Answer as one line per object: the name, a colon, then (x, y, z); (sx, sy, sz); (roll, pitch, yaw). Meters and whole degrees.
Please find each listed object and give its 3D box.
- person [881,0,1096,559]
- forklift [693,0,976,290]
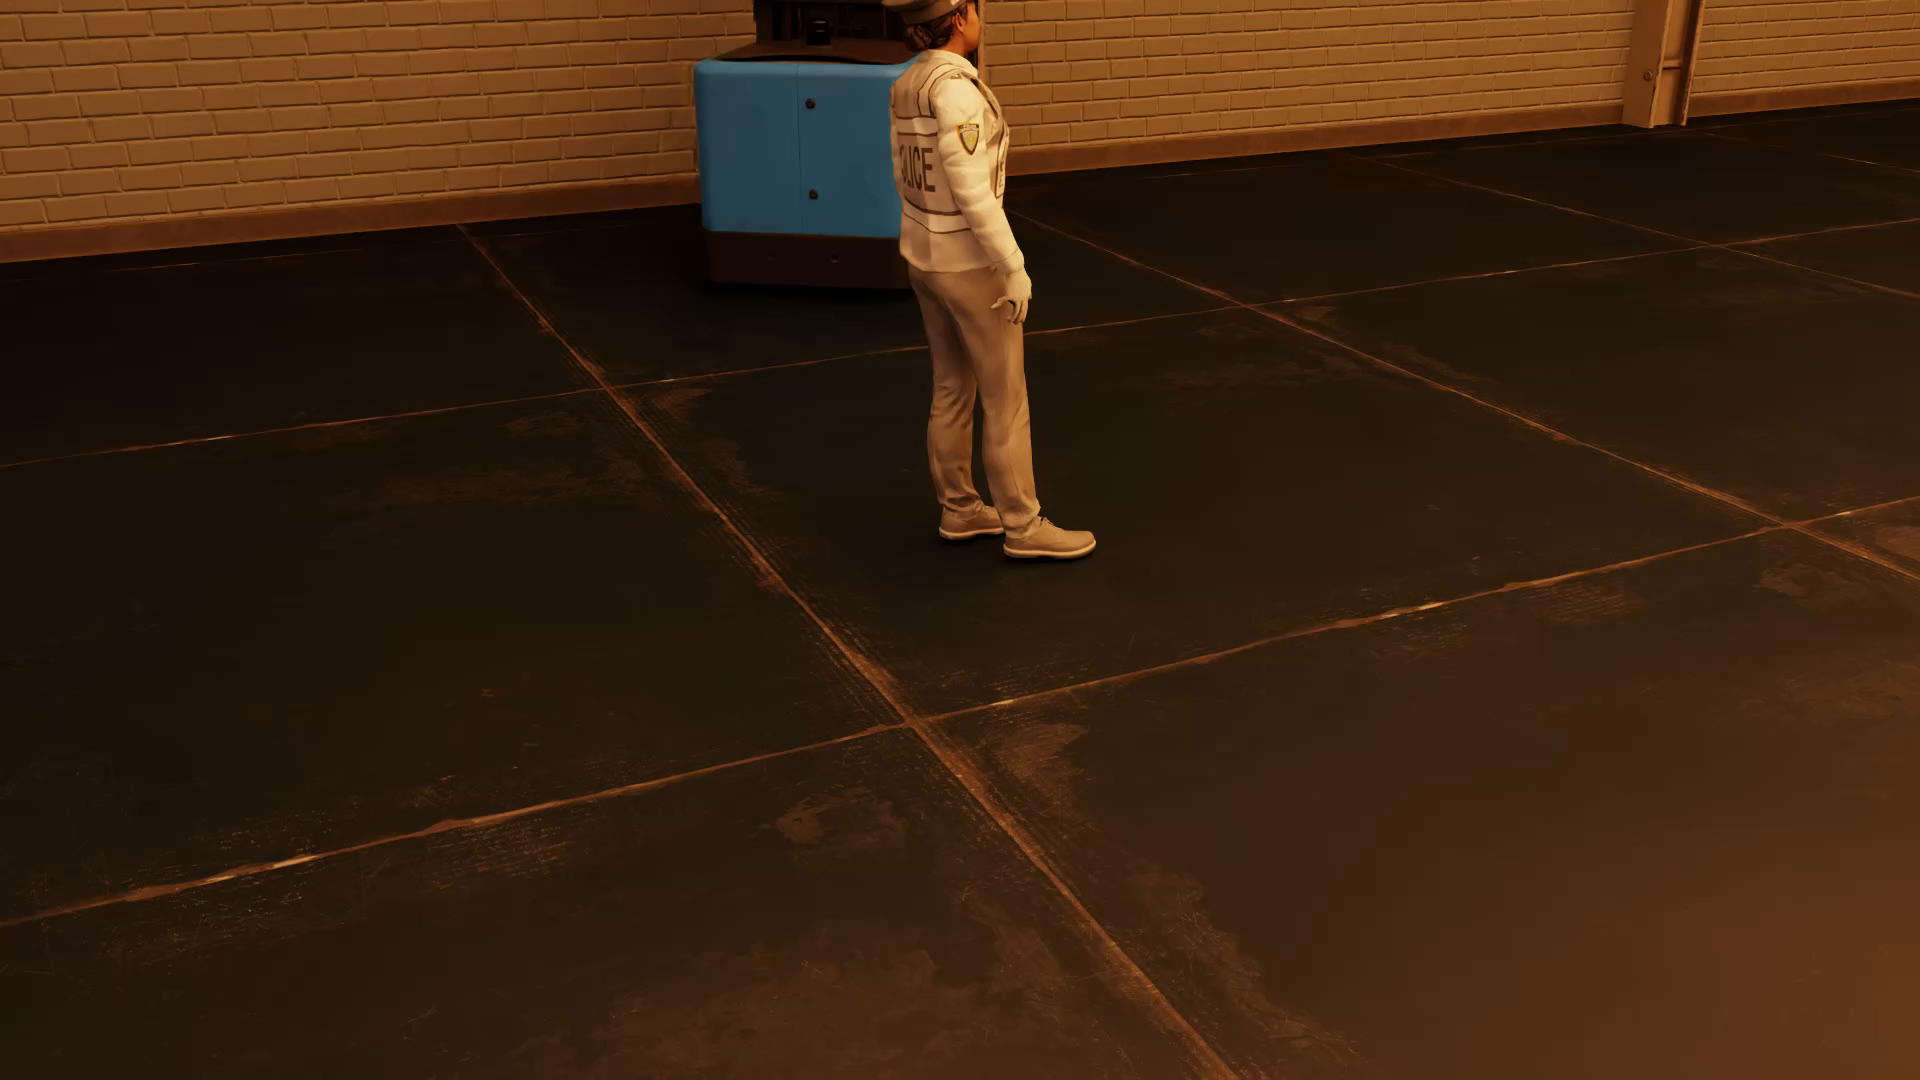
person: (0.066, -0.798, 4.800); (0.530, 1.694, 0.586); (-10, 25, -23)
forklift: (-0.471, -3.046, 8.619); (1.130, 2.935, 3.031); (4, 23, 9)
